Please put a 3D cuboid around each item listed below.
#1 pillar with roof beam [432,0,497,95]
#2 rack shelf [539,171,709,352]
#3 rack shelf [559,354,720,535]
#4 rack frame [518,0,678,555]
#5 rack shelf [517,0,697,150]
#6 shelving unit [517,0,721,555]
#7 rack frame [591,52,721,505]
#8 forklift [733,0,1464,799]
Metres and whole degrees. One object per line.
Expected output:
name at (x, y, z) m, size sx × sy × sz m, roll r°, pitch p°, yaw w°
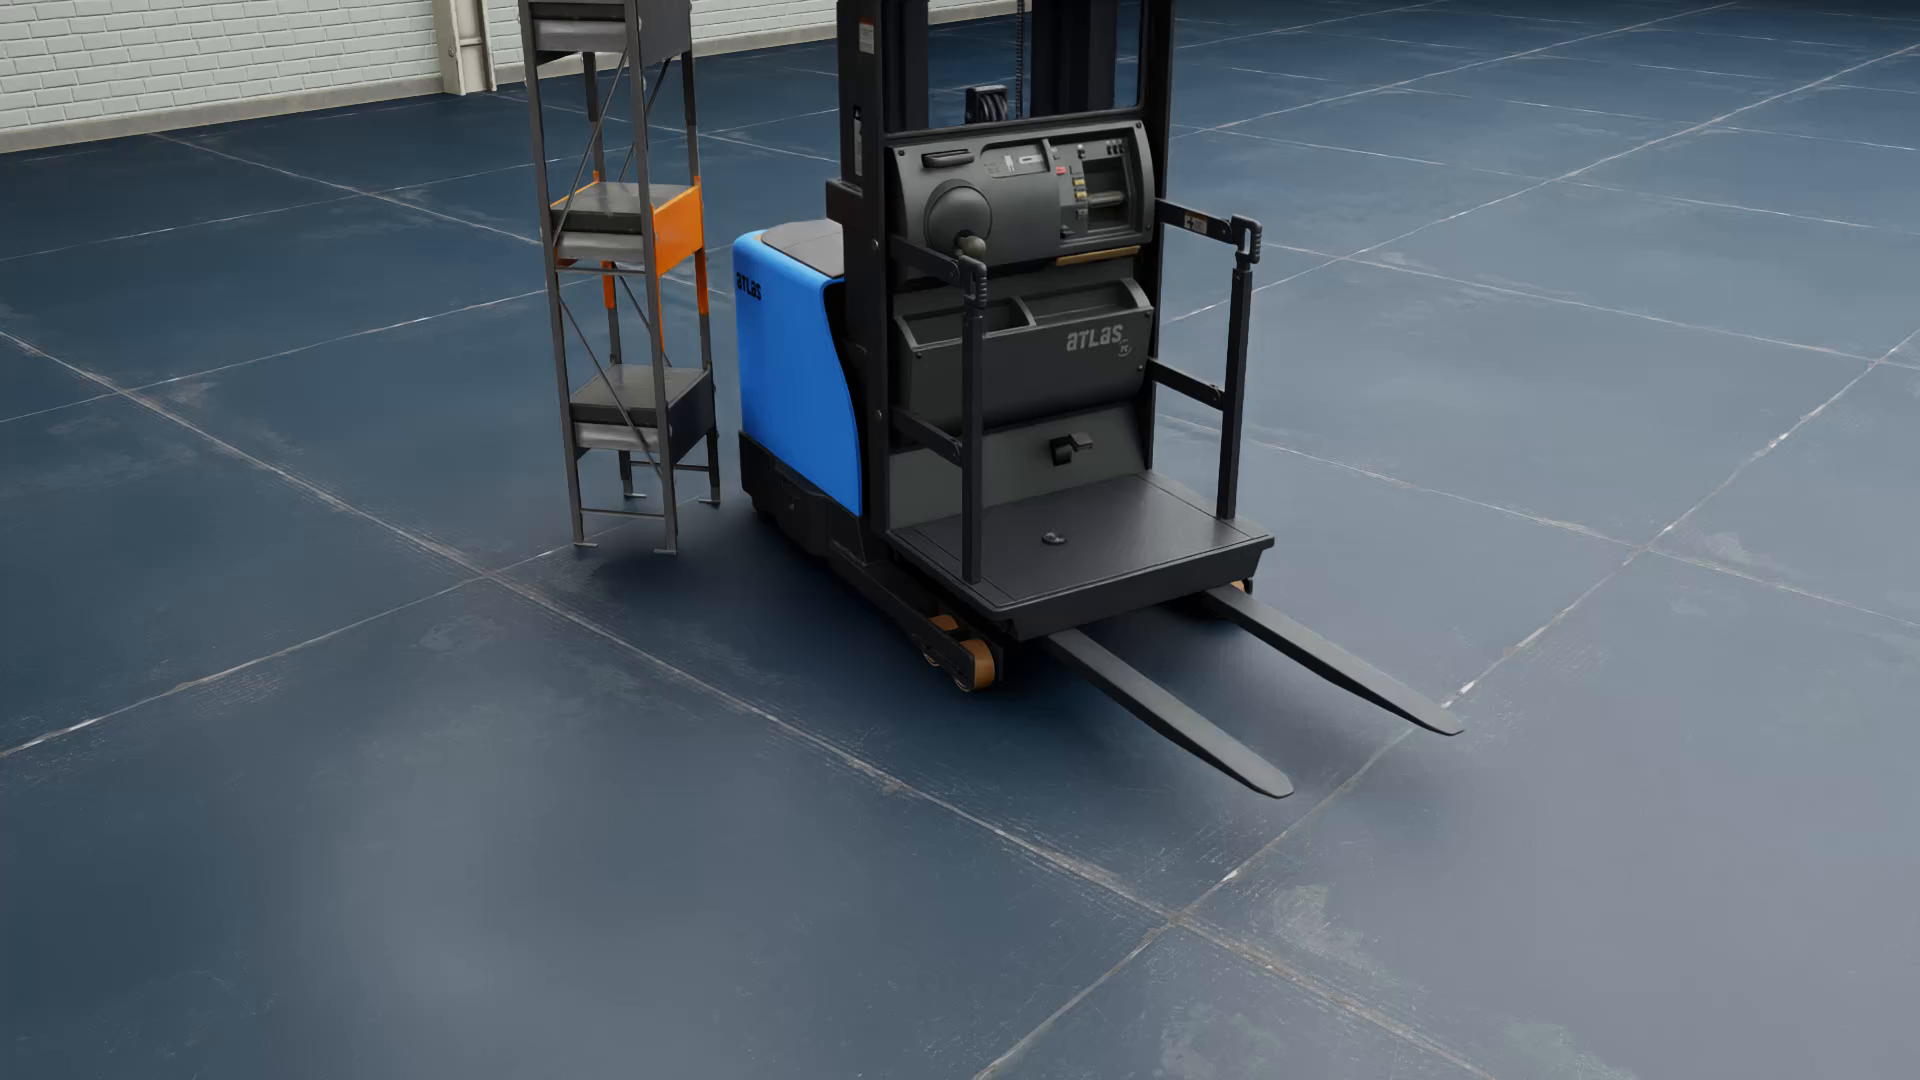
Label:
pillar with roof beam at (-1.425, -7.175, 11.254) m, size 9.100 × 9.000 × 0.400 m, roll 20°, pitch 31°, yaw 38°
rack shelf at (-1.191, -1.007, 5.962) m, size 0.431 × 0.518 × 0.480 m, roll 5°, pitch 25°, yaw 10°
rack shelf at (-1.191, -0.368, 6.248) m, size 0.431 × 0.518 × 0.480 m, roll 5°, pitch 25°, yaw 10°
rack frame at (-1.239, -0.921, 5.738) m, size 0.400 × 2.100 × 0.015 m, roll 5°, pitch 25°, yaw 10°
rack shelf at (-1.191, -1.645, 5.676) m, size 0.431 × 0.518 × 0.480 m, roll 5°, pitch 25°, yaw 10°
shelving unit at (-1.191, -1.019, 5.956) m, size 0.431 × 2.100 × 0.503 m, roll 5°, pitch 25°, yaw 10°
rack frame at (-1.142, -1.117, 6.175) m, size 0.400 × 2.100 × 0.015 m, roll 5°, pitch 25°, yaw 10°
forklift at (0.325, -1.079, 5.074) m, size 1.130 × 2.935 × 3.031 m, roll -14°, pitch 28°, yaw -28°
